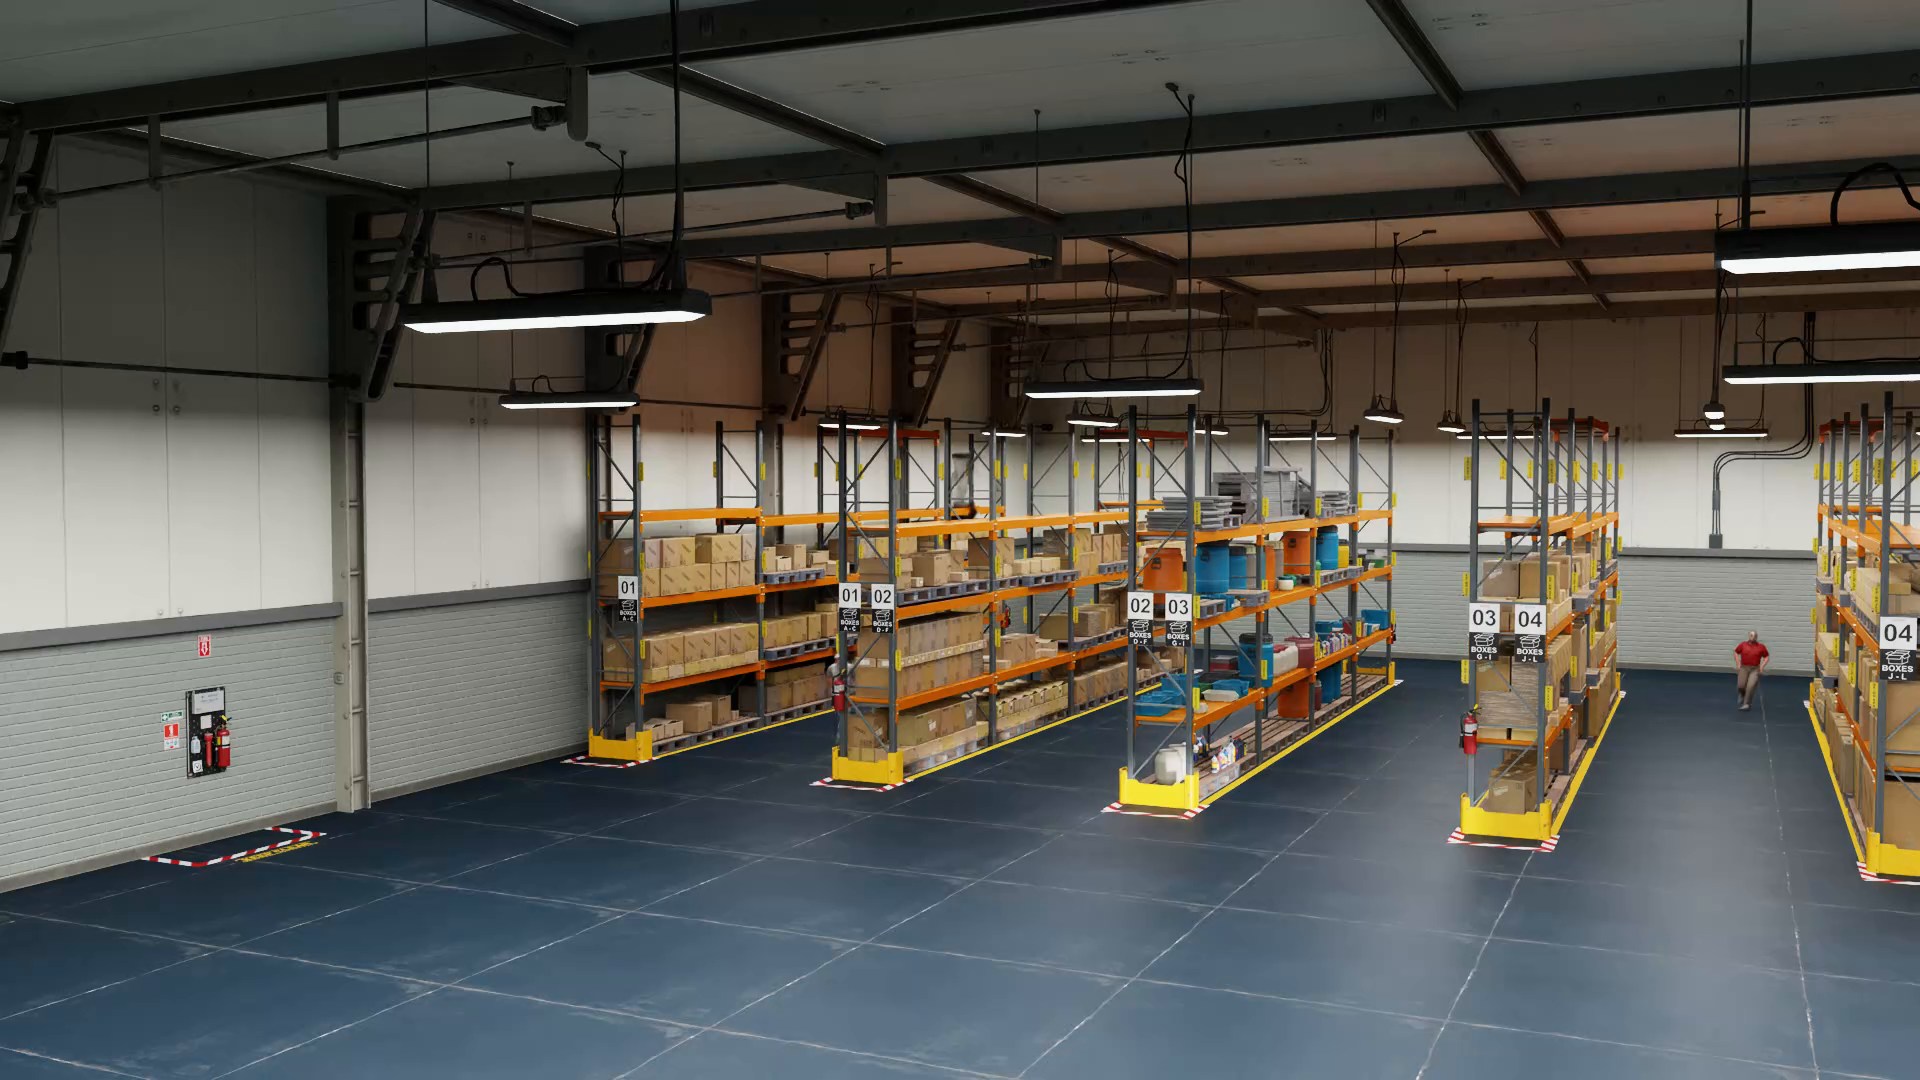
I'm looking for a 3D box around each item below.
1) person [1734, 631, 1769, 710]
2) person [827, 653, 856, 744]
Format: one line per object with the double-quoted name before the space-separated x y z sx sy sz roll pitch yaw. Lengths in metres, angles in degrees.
"person" 16.622 2.738 34.941 0.681 1.656 0.510 1 3 31
"person" -2.142 2.898 30.854 0.658 1.722 0.904 0 2 9
